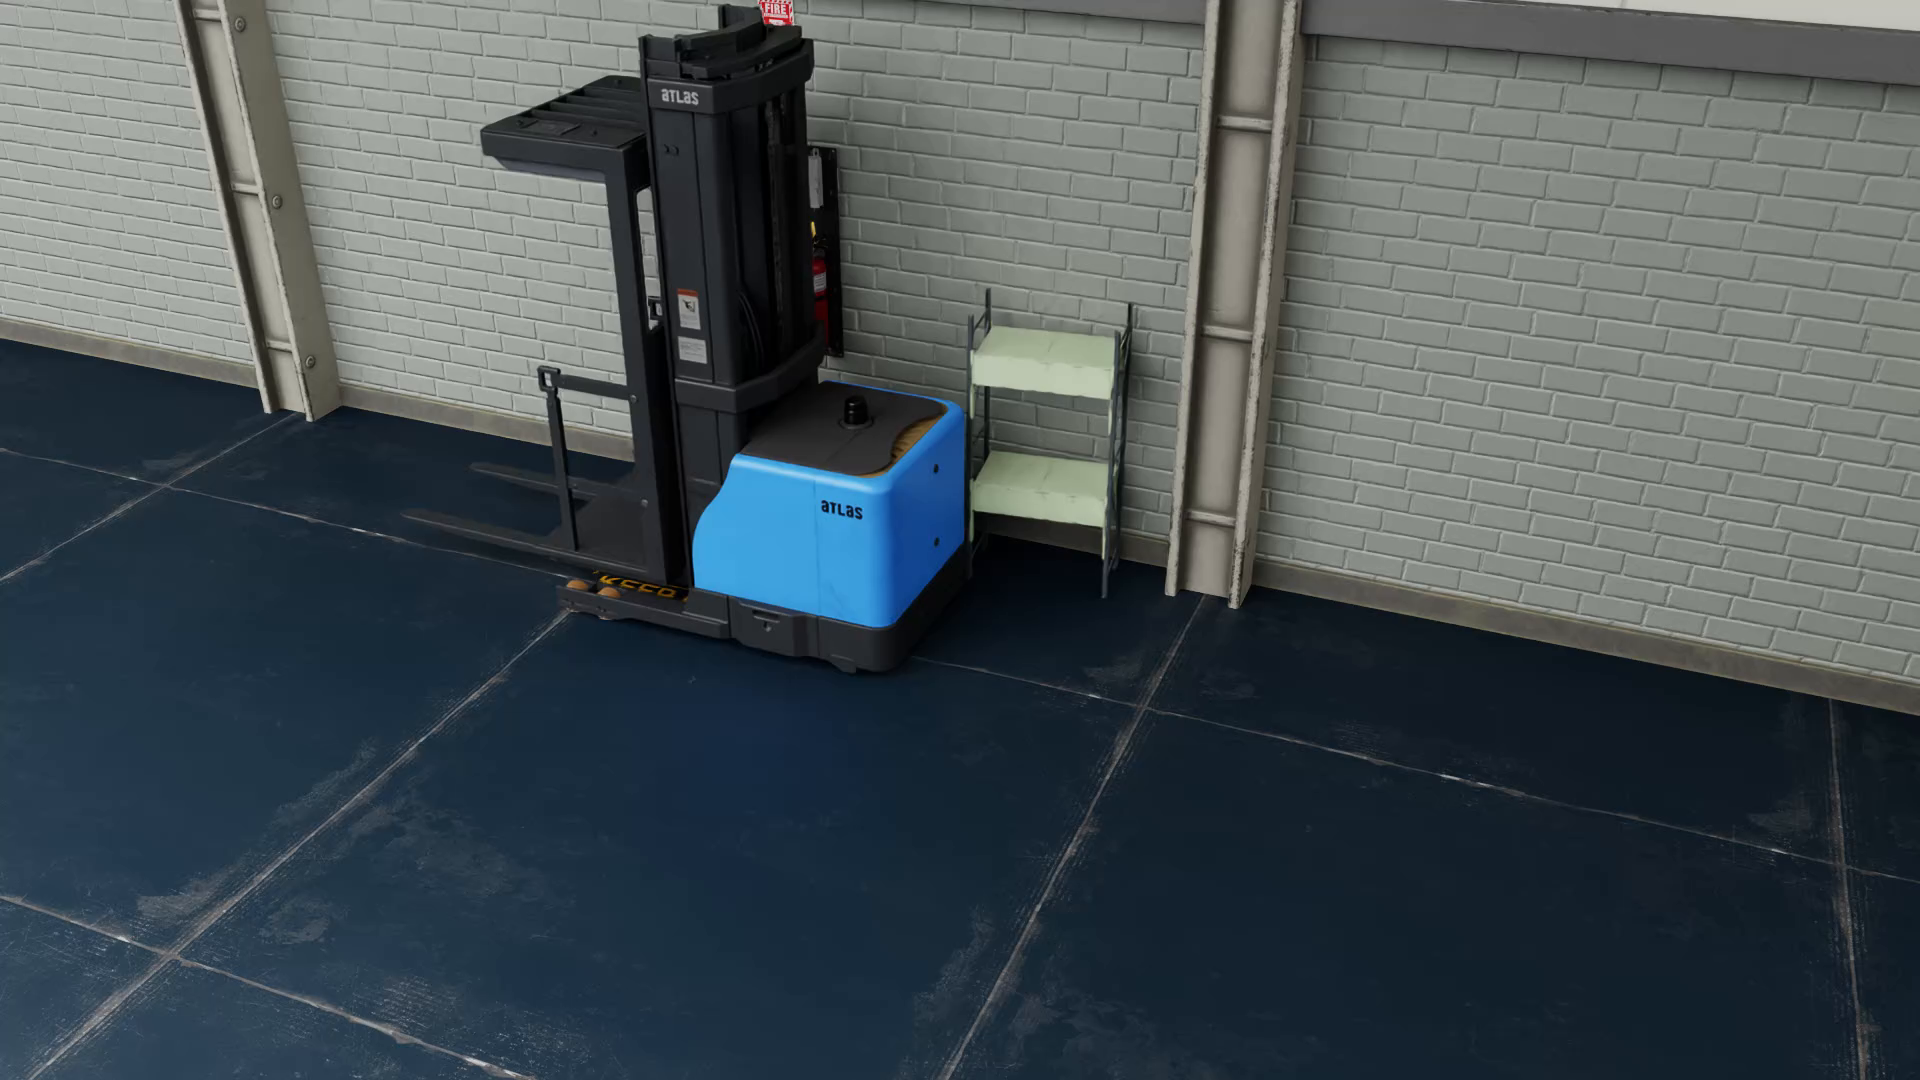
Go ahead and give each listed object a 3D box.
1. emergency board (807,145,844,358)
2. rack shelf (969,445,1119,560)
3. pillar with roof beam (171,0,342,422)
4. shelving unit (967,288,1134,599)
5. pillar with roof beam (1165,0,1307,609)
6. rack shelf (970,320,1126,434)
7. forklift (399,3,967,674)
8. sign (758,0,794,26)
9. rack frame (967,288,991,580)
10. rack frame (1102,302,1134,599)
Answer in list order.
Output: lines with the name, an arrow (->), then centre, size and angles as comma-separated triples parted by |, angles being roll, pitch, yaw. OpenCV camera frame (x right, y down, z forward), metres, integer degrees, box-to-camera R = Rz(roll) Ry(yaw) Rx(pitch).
emergency board -> -0.958, -1.529, 8.906 | 0.643, 1.169, 0.194 | 11, 31, 19
rack shelf -> 0.450, -0.203, 8.746 | 0.720, 0.370, 0.431 | 7, 30, 13
pillar with roof beam -> -5.861, -2.813, 5.081 | 0.400, 9.000, 9.100 | 11, 31, 19
shelving unit -> 0.450, -0.487, 8.586 | 0.755, 1.500, 0.431 | 7, 30, 13
pillar with roof beam -> -0.301, -1.703, 3.117 | 0.400, 9.000, 9.100 | 11, 31, 19
rack shelf -> 0.451, -0.827, 8.394 | 0.720, 0.370, 0.431 | 7, 30, 13
forklift -> -1.529, -1.090, 8.199 | 3.031, 2.935, 1.130 | 12, 31, 20
sign -> -0.928, -2.585, 8.419 | 0.199, 0.298, 0.001 | 11, 31, 19
rack frame -> 0.096, -0.533, 8.667 | 0.023, 1.500, 0.400 | 7, 30, 13
rack frame -> 0.804, -0.440, 8.505 | 0.023, 1.500, 0.400 | 7, 30, 13
